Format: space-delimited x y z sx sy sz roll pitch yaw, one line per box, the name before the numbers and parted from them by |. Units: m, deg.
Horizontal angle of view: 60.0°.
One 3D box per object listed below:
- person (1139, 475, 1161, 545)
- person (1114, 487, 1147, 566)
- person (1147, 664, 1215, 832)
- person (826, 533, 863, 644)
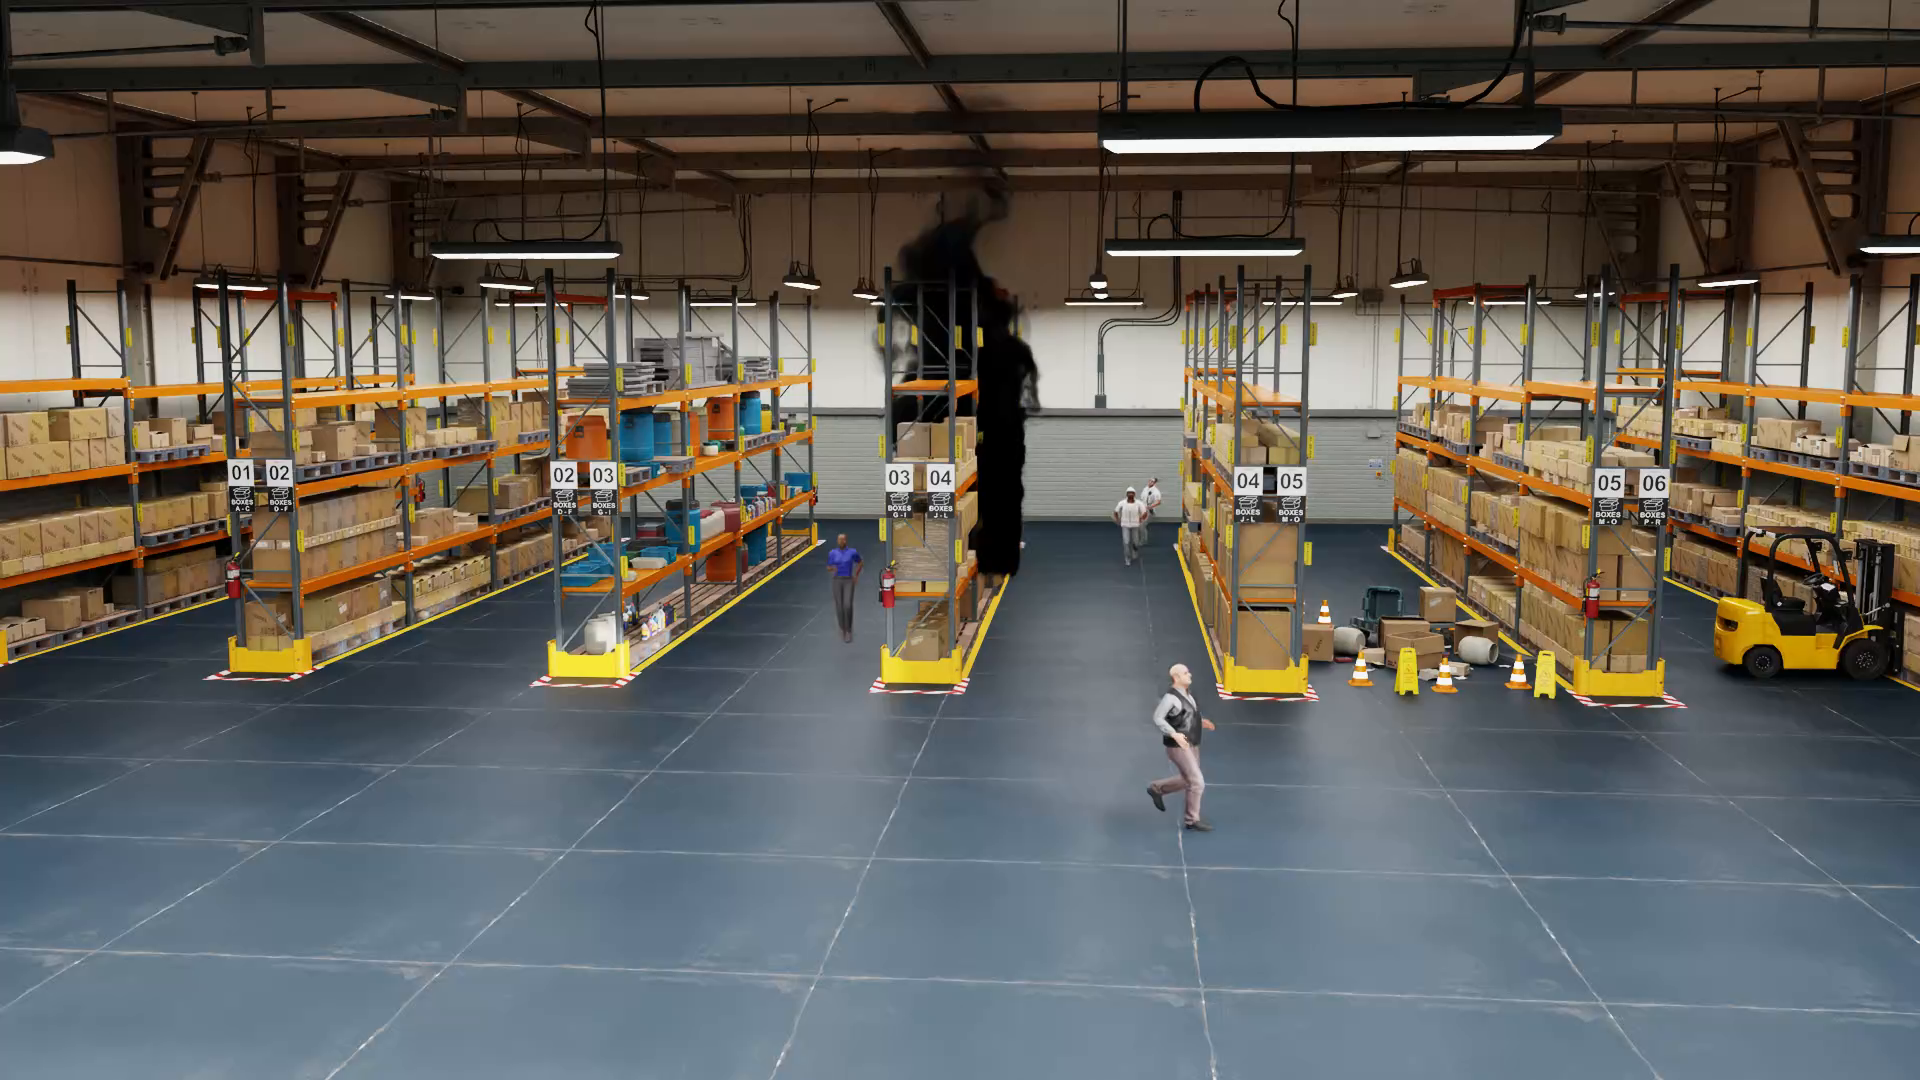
person | 4.472 -0.708 40.139 0.554 1.711 0.733 -4 8 -29
person | 3.759 -0.310 36.743 0.732 1.727 0.727 1 7 6
person | 2.246 2.107 17.031 0.803 1.689 0.668 4 8 32
person | -1.831 0.750 26.163 0.525 1.743 0.524 0 7 2
